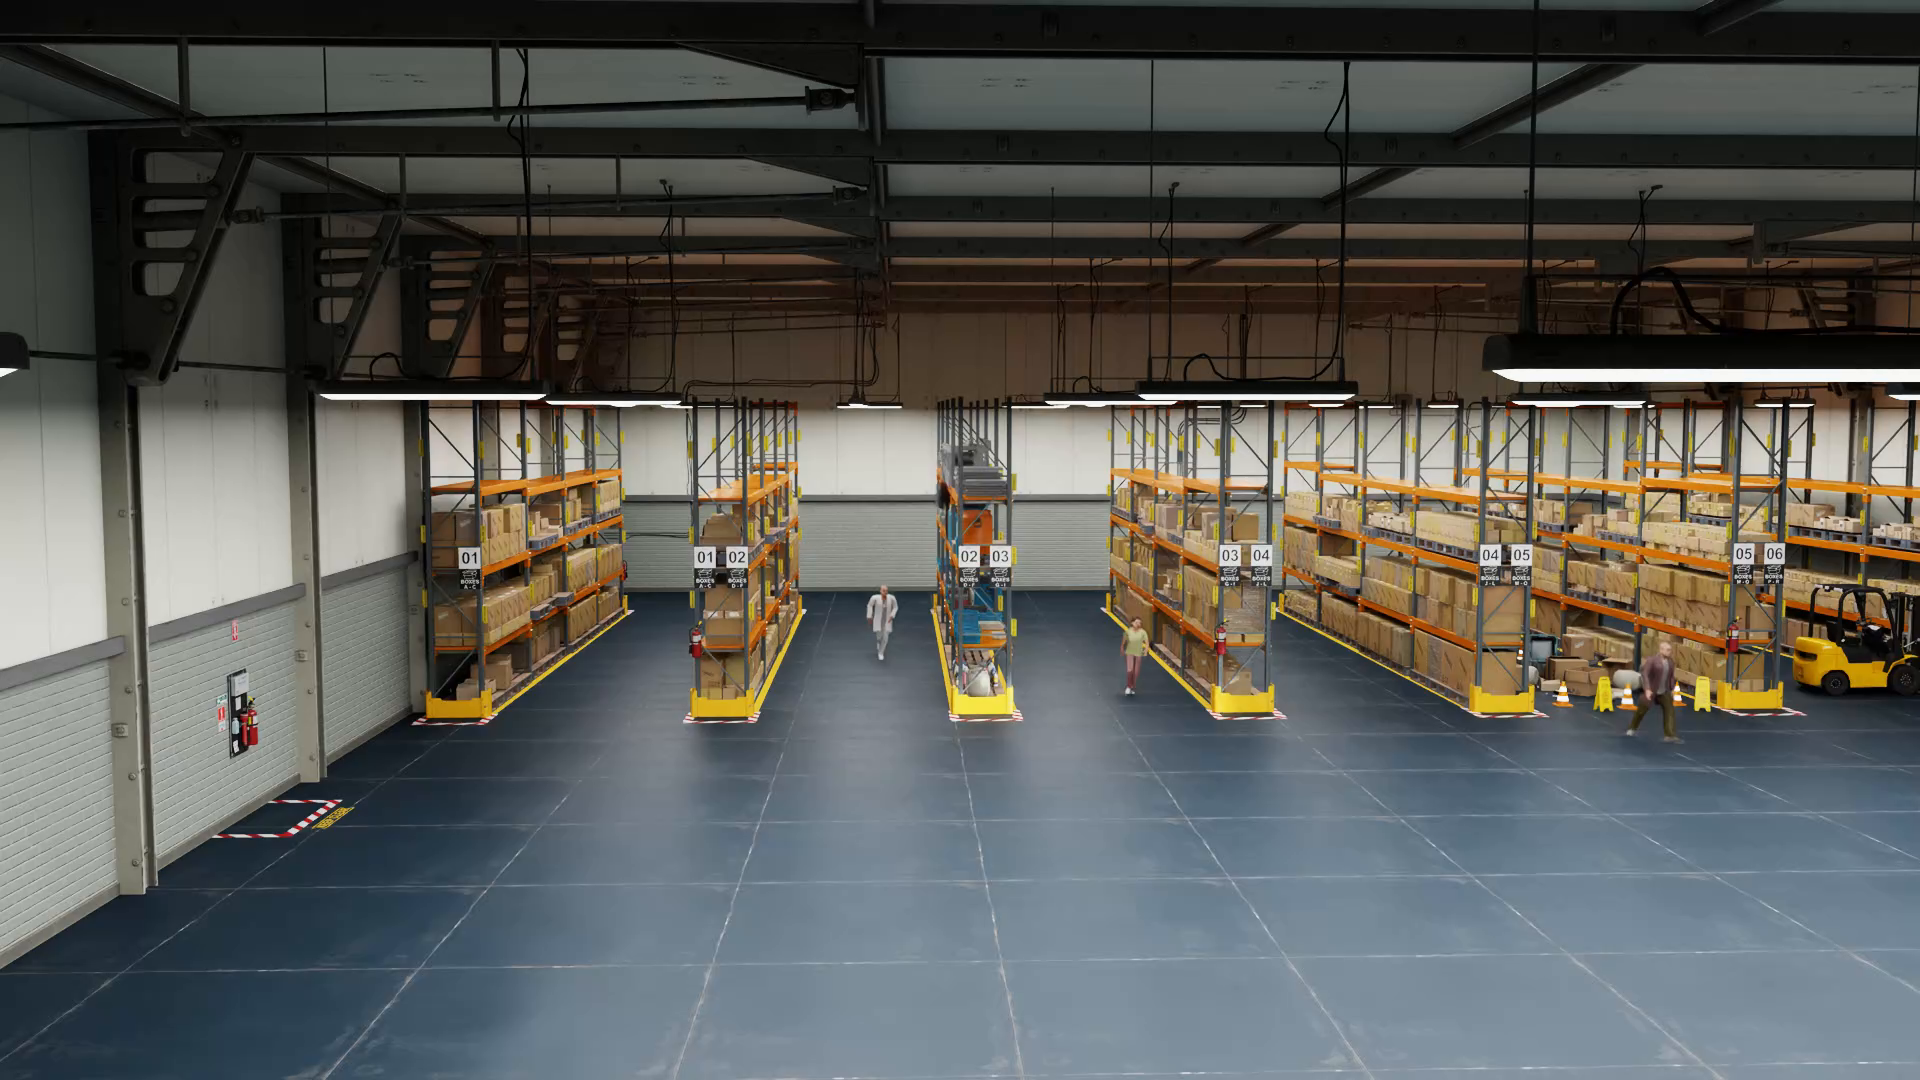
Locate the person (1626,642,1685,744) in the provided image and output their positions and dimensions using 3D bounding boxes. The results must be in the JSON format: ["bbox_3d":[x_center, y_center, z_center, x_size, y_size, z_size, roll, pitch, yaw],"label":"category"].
[{"bbox_3d":[12.119,2.623,28.920,0.749,1.727,0.994,-1,5,-16],"label":"person"}]

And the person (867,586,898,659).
[{"bbox_3d":[-1.803,1.893,38.601,0.717,1.714,0.709,-1,5,-13],"label":"person"}]

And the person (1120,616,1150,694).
[{"bbox_3d":[3.529,2.322,33.376,0.526,1.617,0.766,0,4,-3],"label":"person"}]
